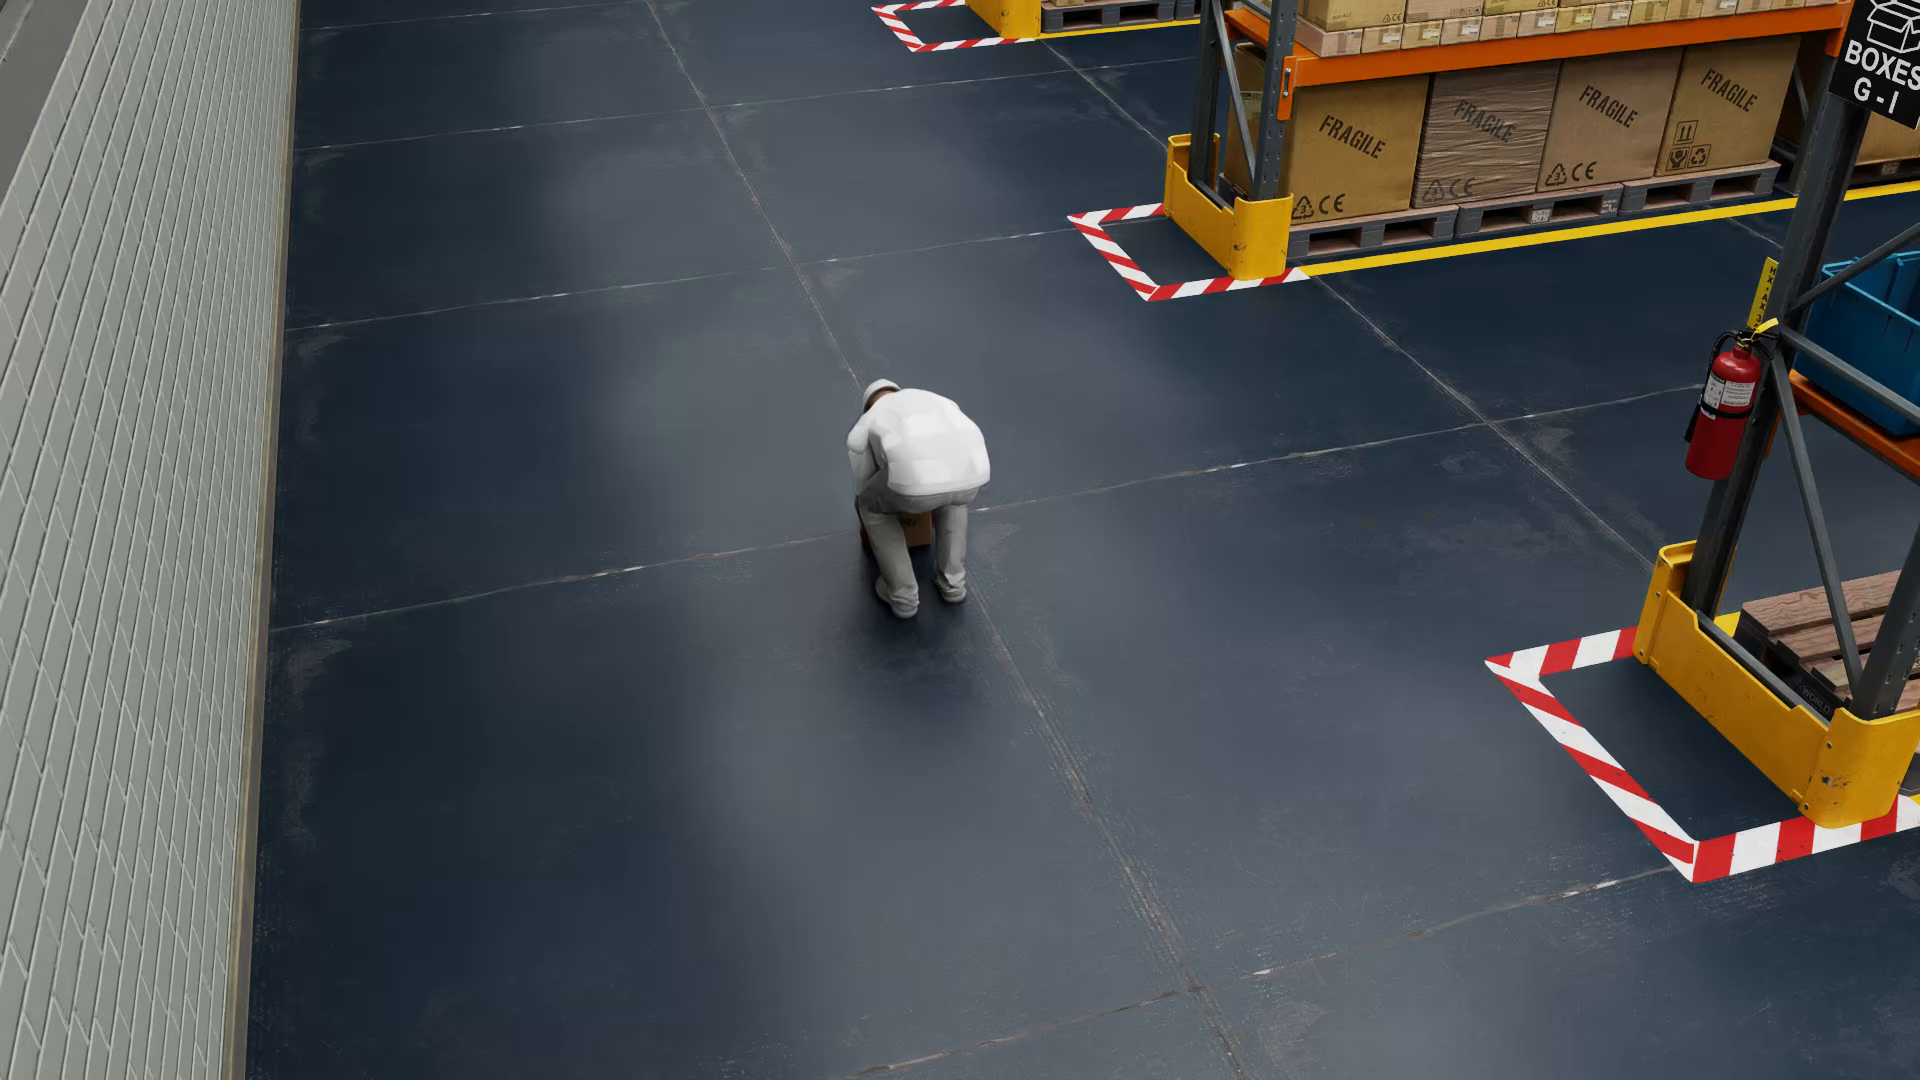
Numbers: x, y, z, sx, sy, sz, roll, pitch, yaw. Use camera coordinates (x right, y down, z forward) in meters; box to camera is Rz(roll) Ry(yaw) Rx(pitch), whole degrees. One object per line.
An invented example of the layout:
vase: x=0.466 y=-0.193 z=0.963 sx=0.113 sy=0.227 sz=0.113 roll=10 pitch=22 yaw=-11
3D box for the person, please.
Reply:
person: x=-0.213 y=-0.233 z=7.213 sx=0.498 sy=0.938 sz=0.974 roll=-12 pitch=35 yaw=-17
